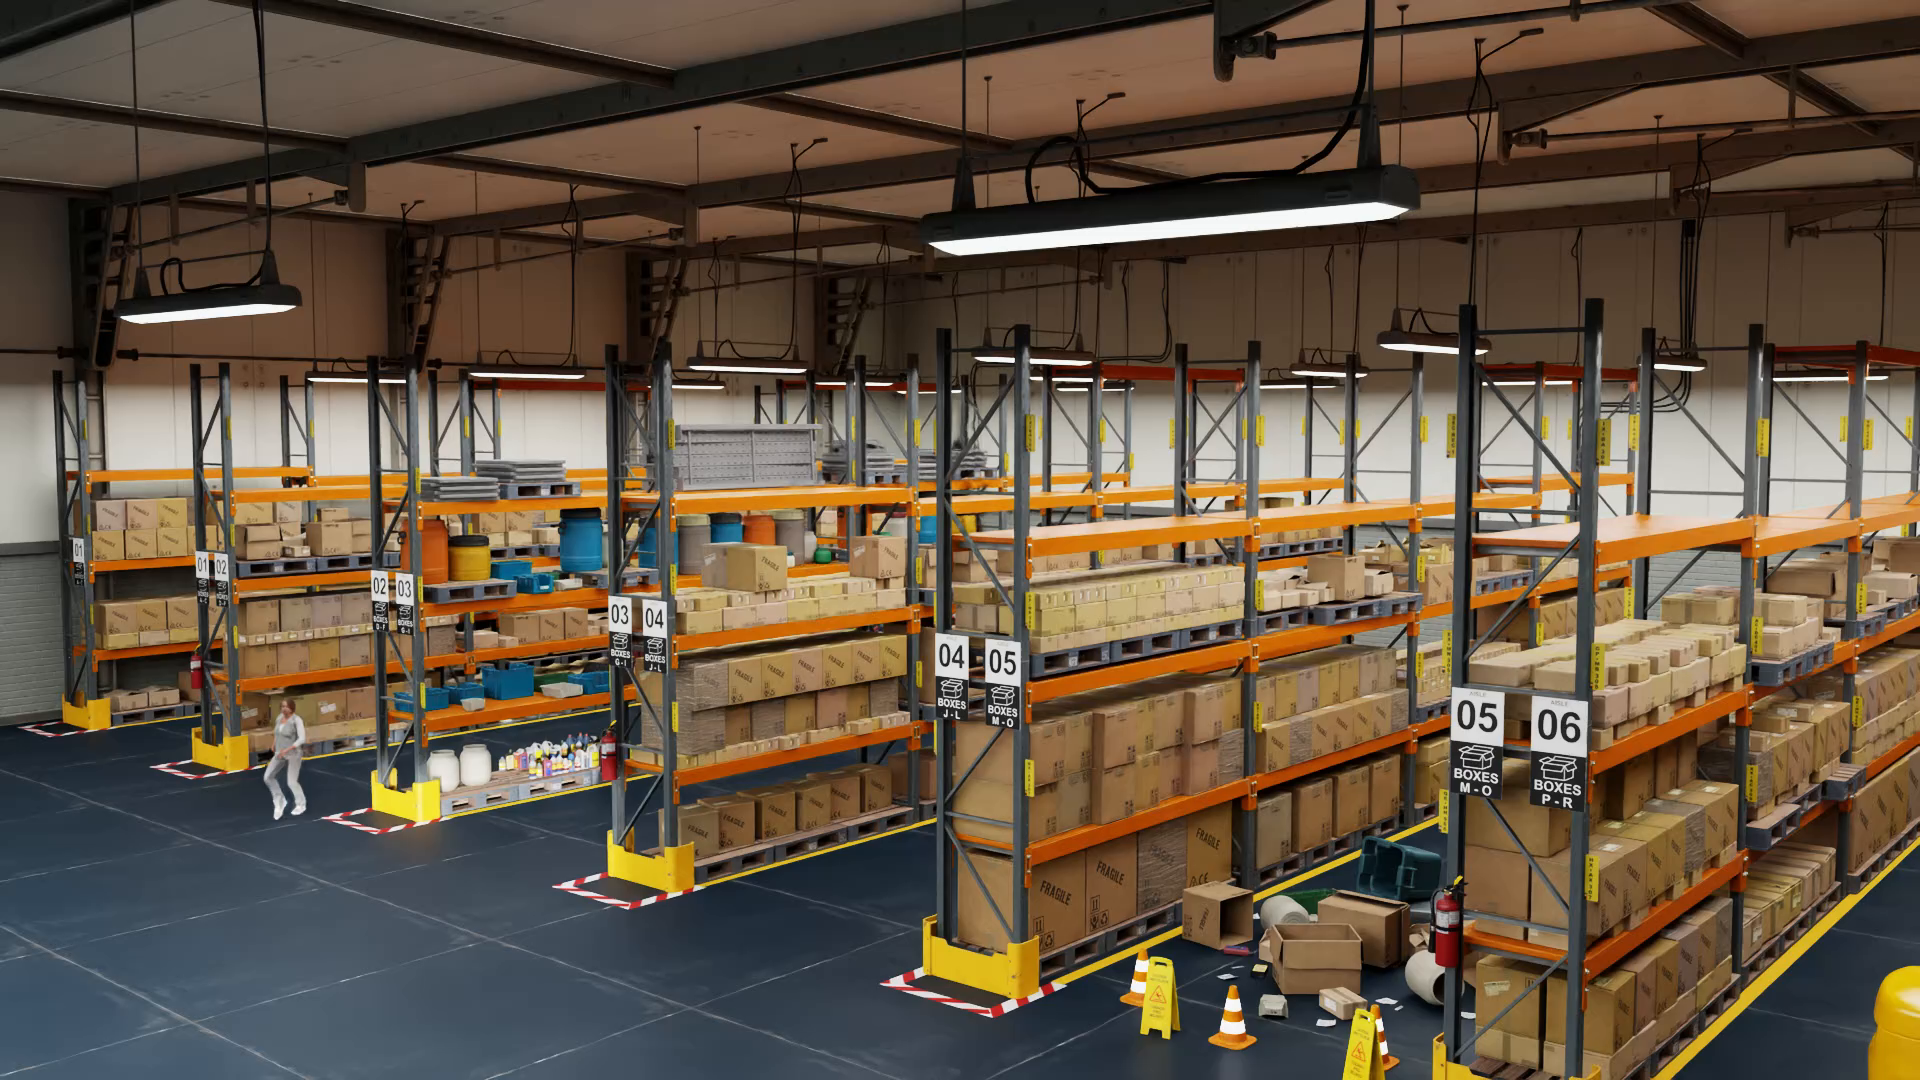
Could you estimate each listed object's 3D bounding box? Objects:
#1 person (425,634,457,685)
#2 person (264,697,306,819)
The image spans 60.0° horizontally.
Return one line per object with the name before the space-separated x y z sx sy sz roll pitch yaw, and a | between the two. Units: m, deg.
person | -9.419 2.109 29.624 0.695 1.776 0.917 3 5 37
person | -8.728 2.825 21.561 0.534 1.564 0.612 1 4 17
